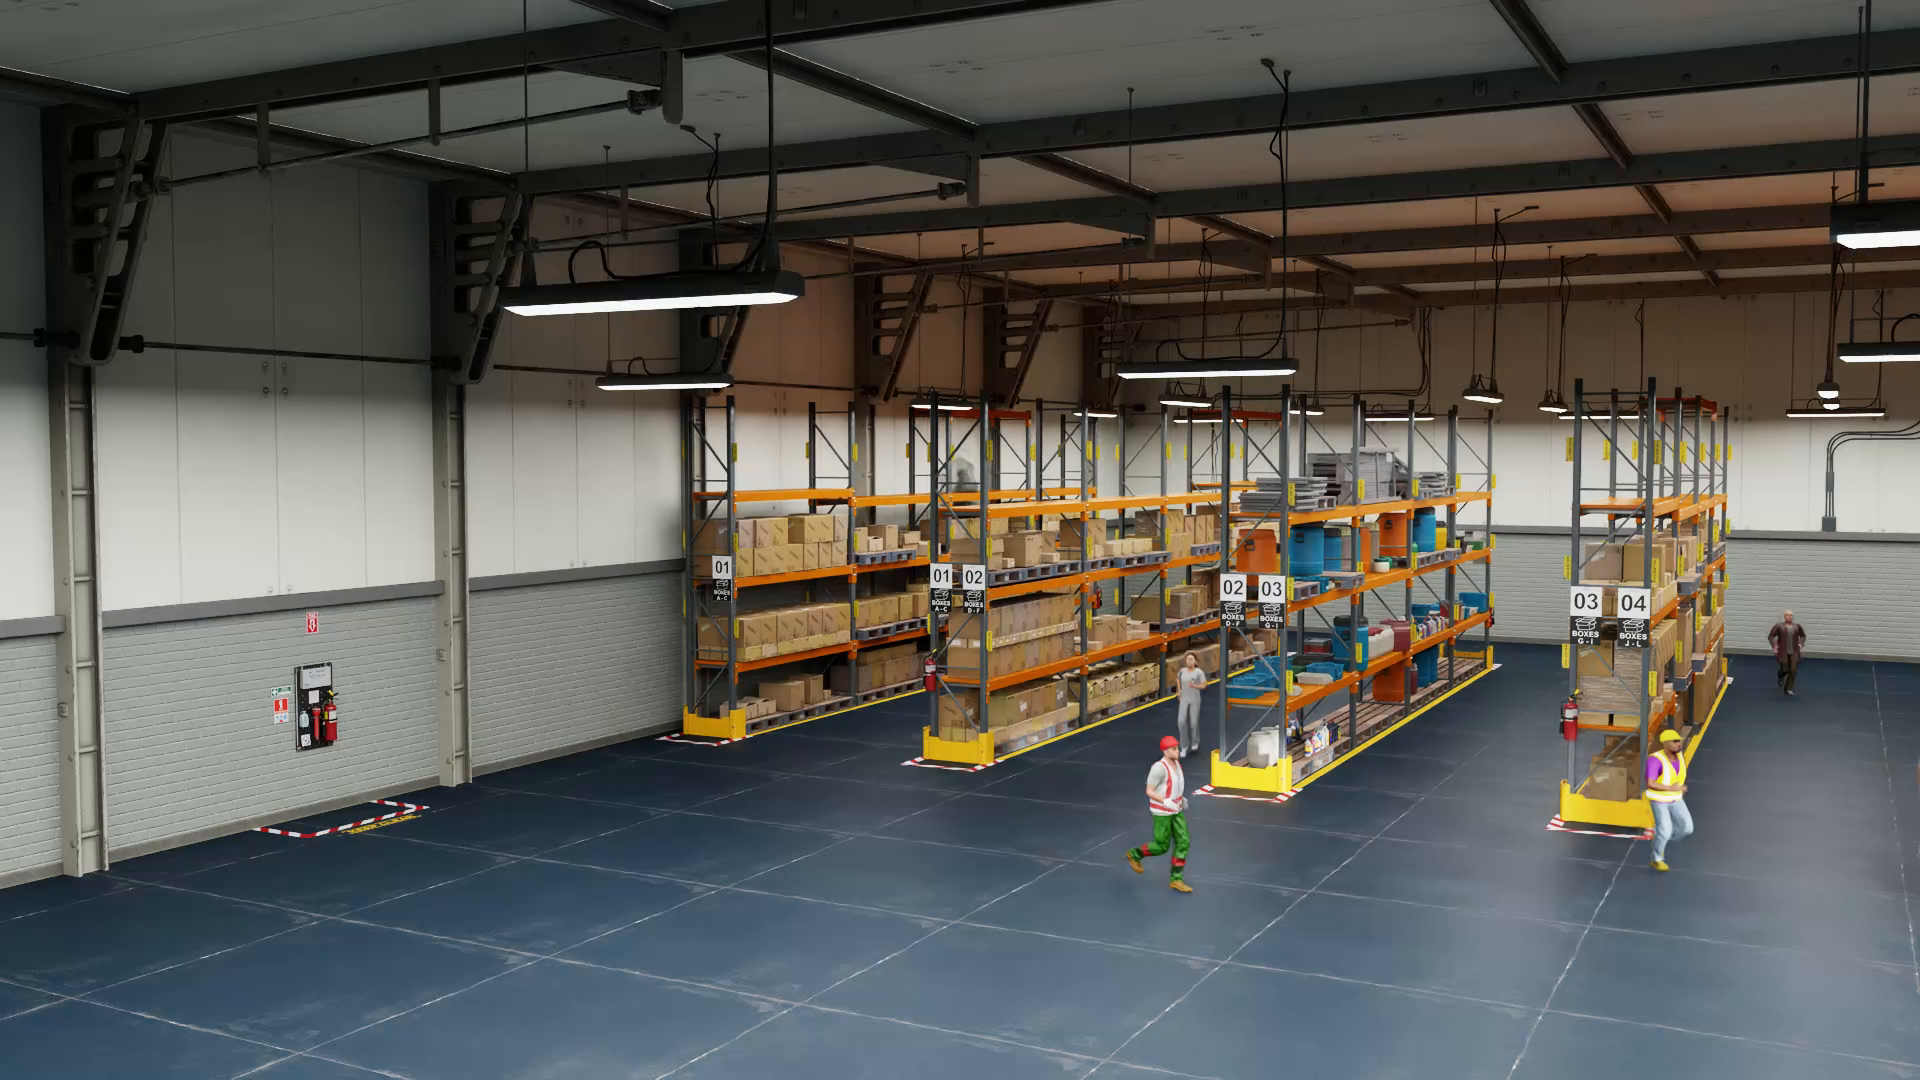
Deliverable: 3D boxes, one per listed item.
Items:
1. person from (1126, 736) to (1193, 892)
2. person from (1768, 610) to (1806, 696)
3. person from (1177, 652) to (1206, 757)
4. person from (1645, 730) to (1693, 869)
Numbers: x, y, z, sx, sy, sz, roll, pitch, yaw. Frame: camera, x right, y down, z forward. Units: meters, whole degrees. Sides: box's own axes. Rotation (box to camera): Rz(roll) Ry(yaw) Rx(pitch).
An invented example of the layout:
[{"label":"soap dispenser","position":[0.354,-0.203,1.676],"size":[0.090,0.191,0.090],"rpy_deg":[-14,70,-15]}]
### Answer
[{"label":"person","position":[2.321,3.118,19.134],"size":[0.857,1.764,0.643],"rpy_deg":[3,4,42]},{"label":"person","position":[17.171,2.432,34.506],"size":[0.724,1.534,0.683],"rpy_deg":[1,3,15]},{"label":"person","position":[3.814,2.716,27.531],"size":[0.546,1.723,0.712],"rpy_deg":[1,3,20]},{"label":"person","position":[8.472,3.100,19.792],"size":[0.748,1.709,0.660],"rpy_deg":[-1,3,-24]}]
